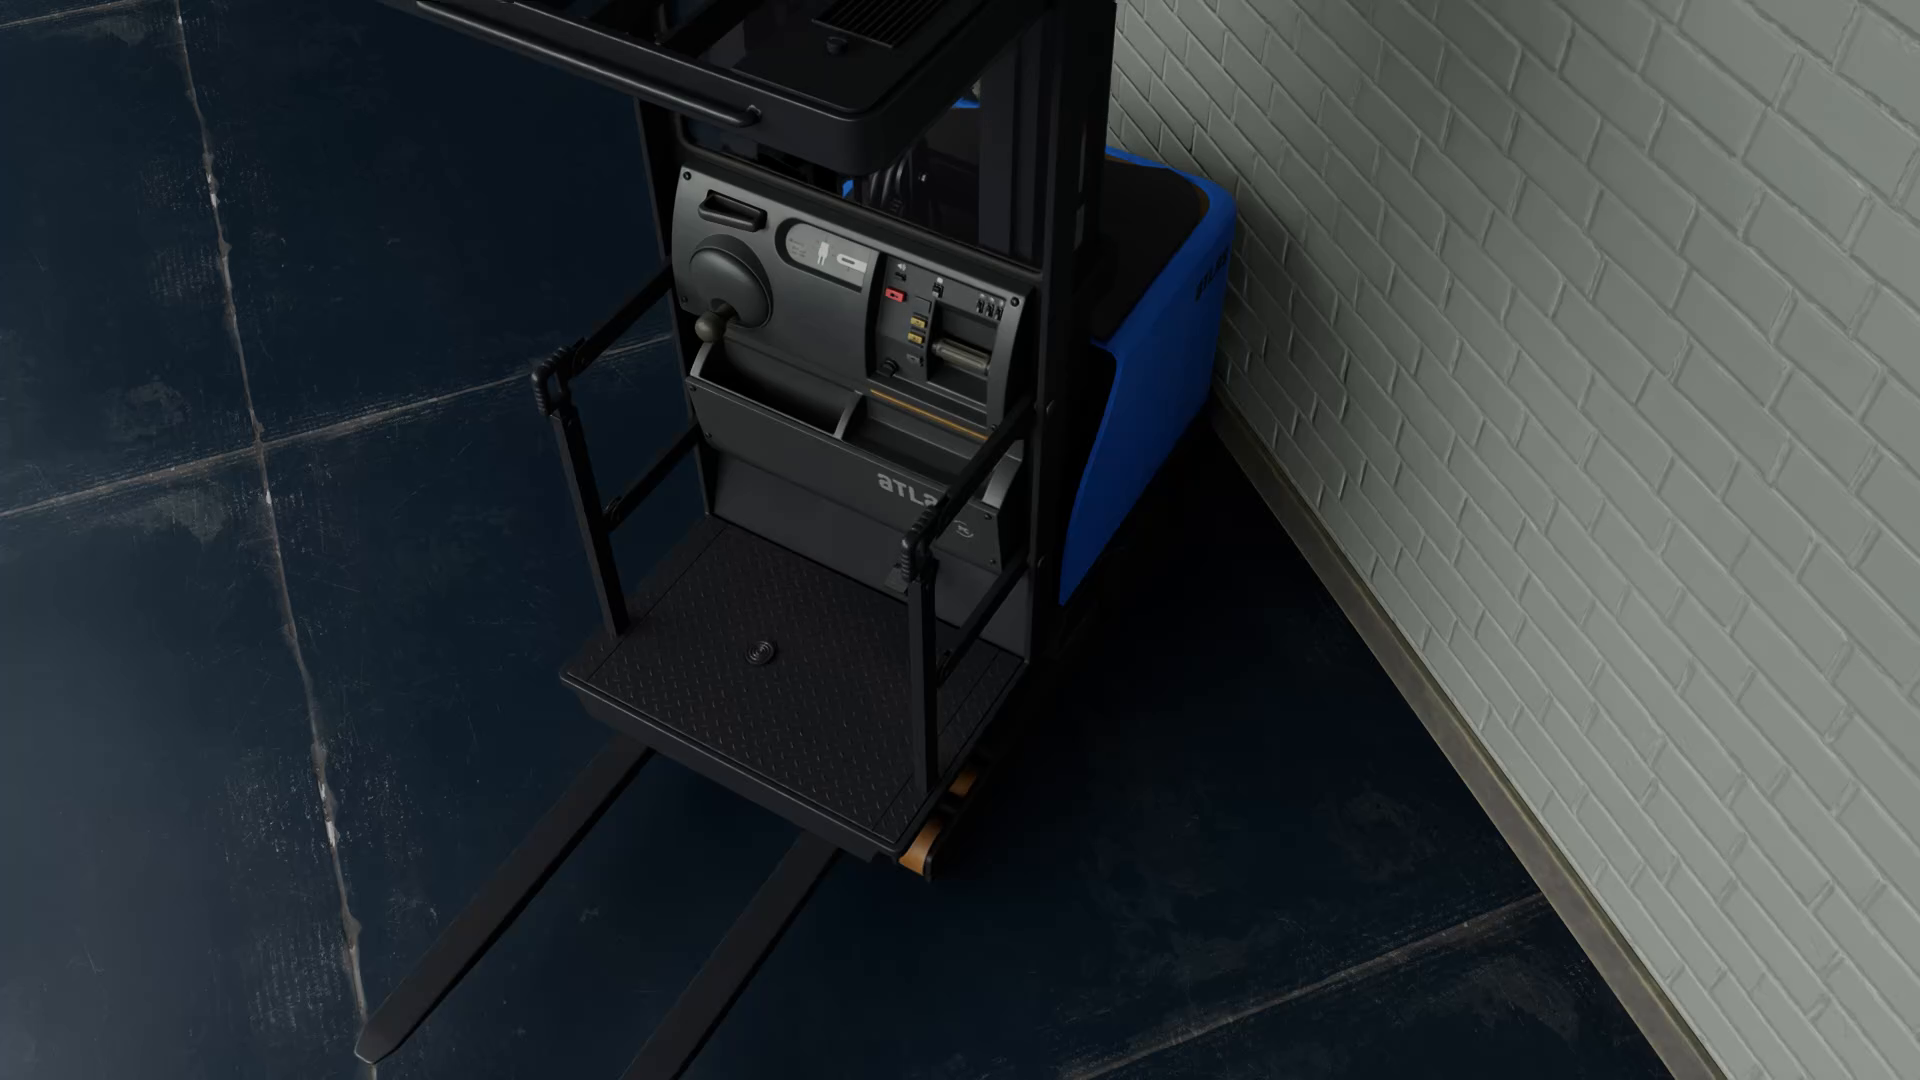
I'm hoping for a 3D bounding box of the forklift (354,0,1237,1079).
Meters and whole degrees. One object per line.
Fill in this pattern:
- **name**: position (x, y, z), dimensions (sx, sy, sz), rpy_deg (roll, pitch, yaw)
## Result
- **forklift**: position (-0.379, -0.464, 3.716), dimensions (1.130, 2.935, 3.031), rpy_deg (24, 53, 19)
